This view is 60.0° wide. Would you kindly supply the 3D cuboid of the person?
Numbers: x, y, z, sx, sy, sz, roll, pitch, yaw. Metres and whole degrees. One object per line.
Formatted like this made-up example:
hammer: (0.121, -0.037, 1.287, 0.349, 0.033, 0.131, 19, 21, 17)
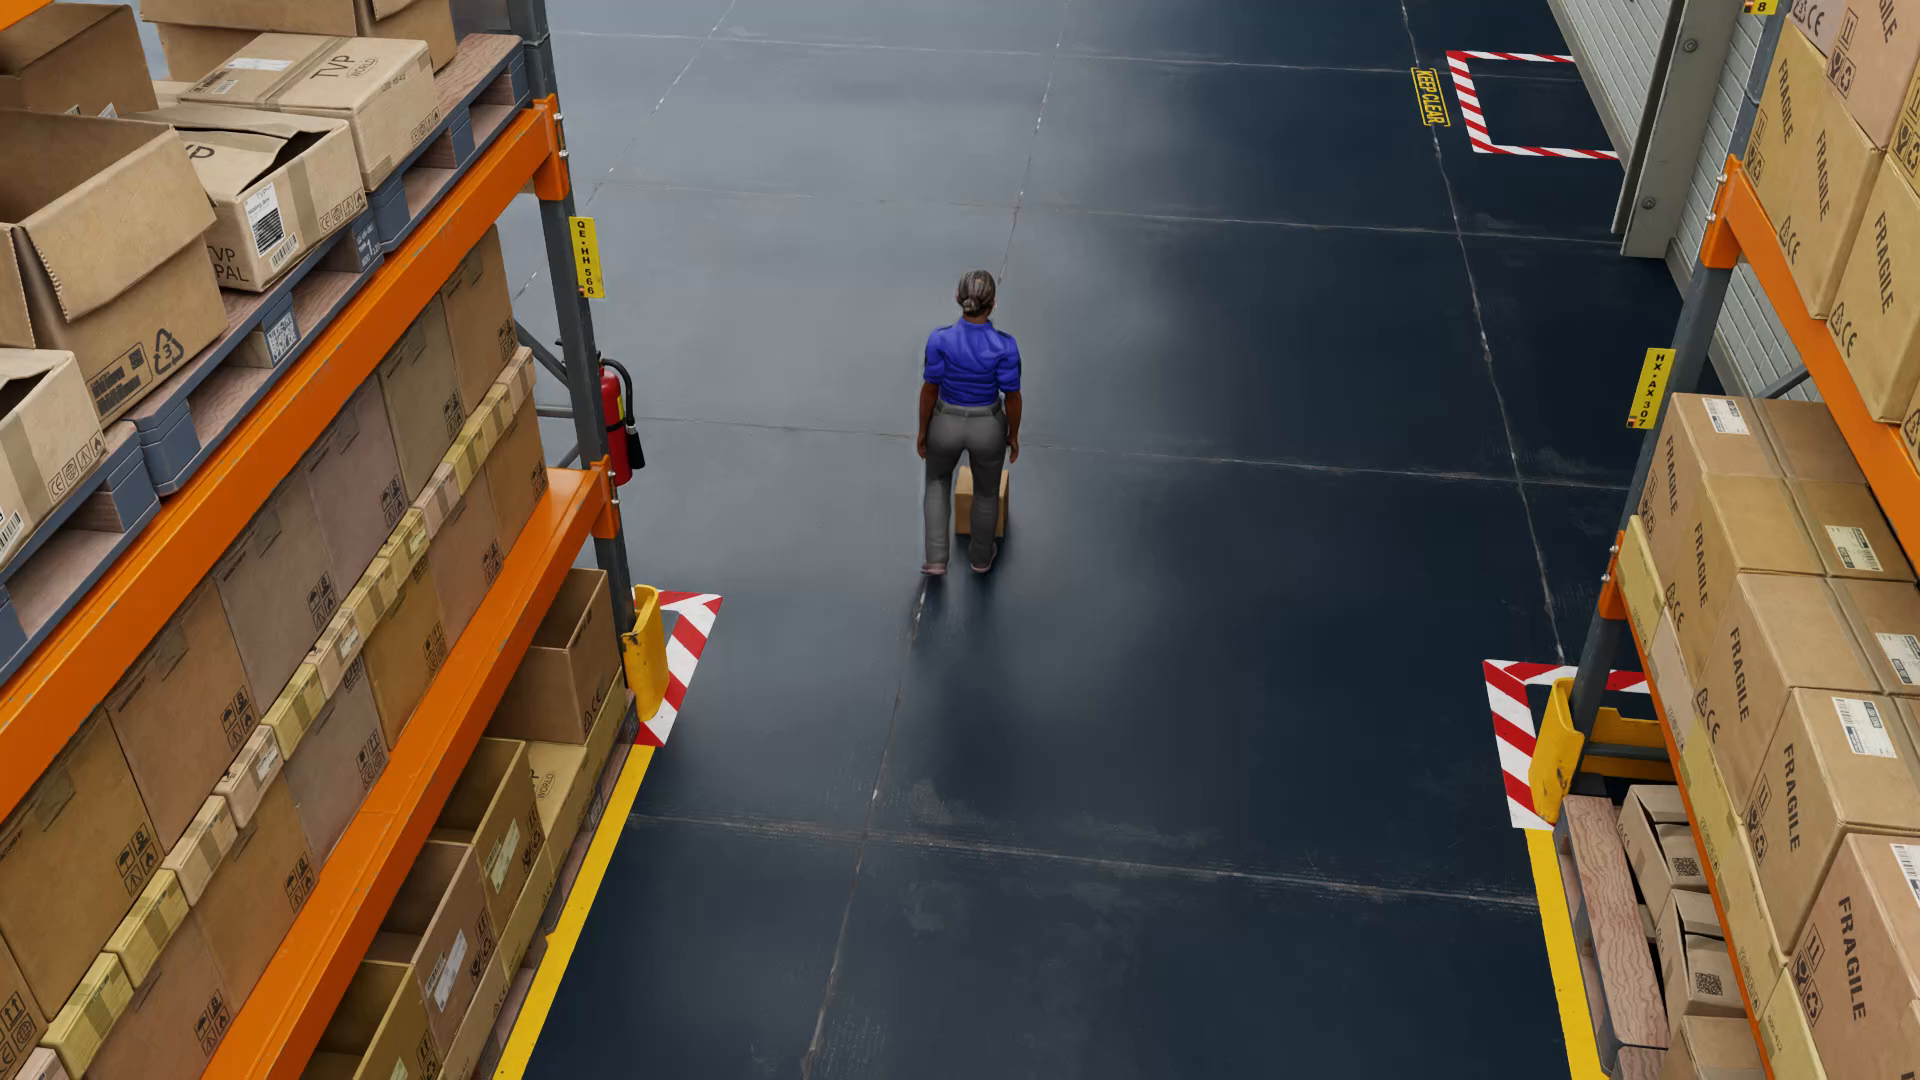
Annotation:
person: (0.046, -0.520, 7.734, 0.485, 1.689, 0.455, 2, 36, 3)
